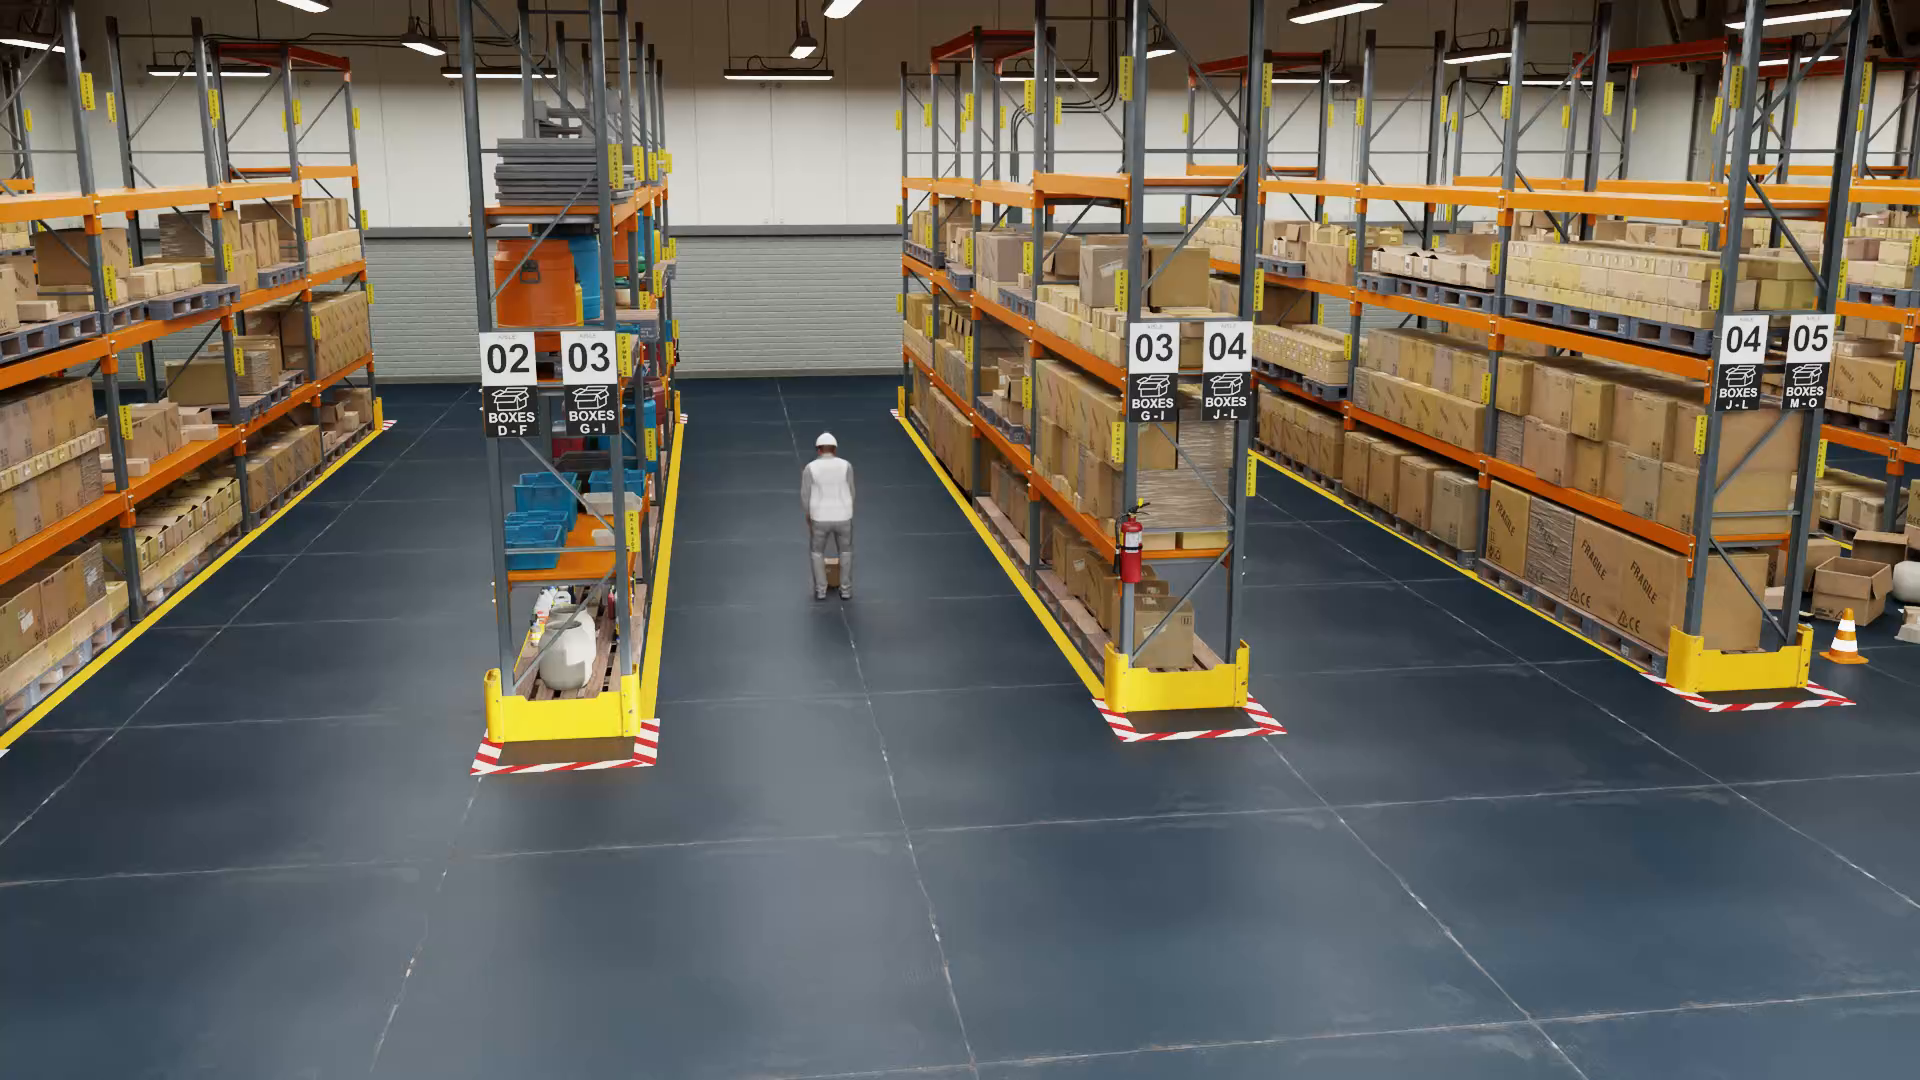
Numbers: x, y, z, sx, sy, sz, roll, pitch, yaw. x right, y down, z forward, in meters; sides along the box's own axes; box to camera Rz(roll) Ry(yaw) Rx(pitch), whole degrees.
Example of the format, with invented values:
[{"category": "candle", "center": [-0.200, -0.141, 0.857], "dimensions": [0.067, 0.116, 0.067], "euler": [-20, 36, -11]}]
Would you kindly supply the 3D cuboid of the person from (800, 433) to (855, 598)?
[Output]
[{"category": "person", "center": [-1.360, -0.244, 17.172], "dimensions": [0.567, 1.695, 0.516], "euler": [-2, 13, -7]}]
